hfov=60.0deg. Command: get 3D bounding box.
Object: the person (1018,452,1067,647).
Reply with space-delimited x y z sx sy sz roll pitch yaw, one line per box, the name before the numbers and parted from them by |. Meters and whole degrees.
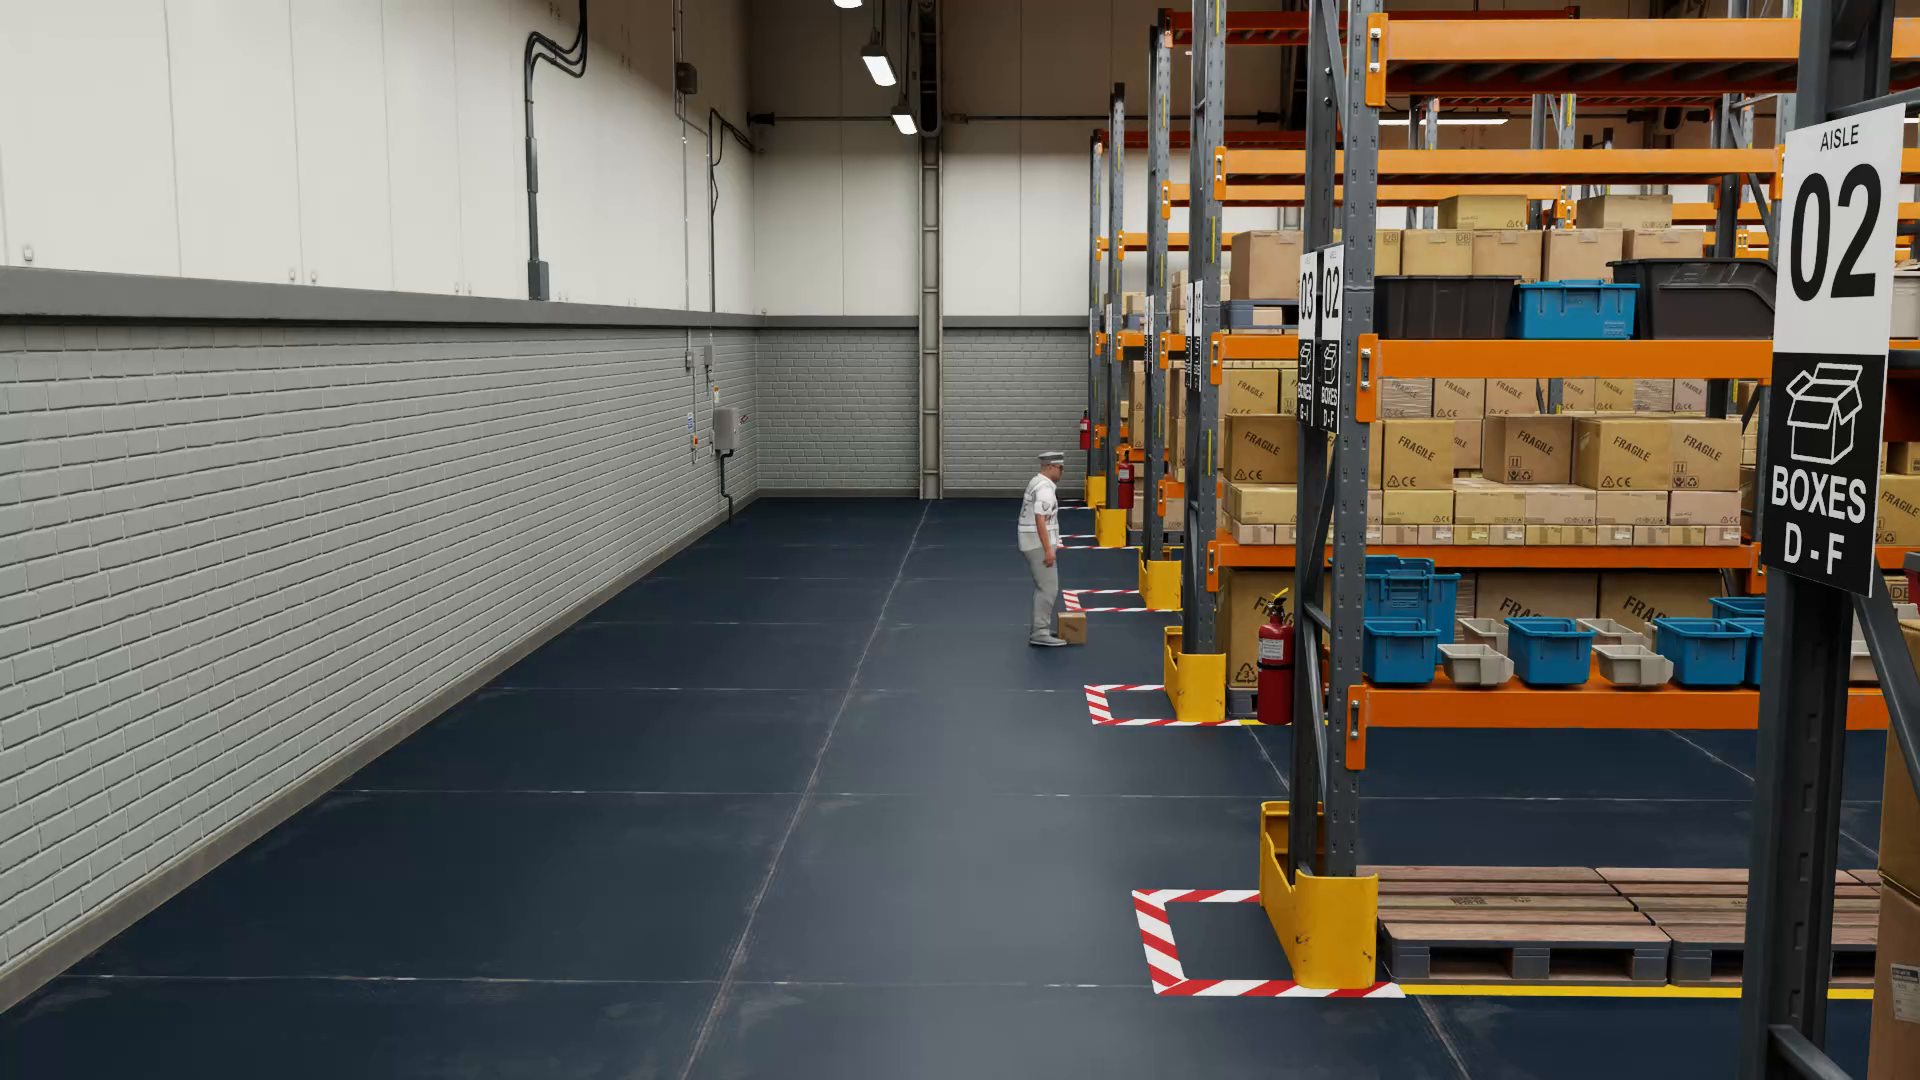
person | 0.753 0.068 15.203 0.446 1.746 0.588 0 7 -1
